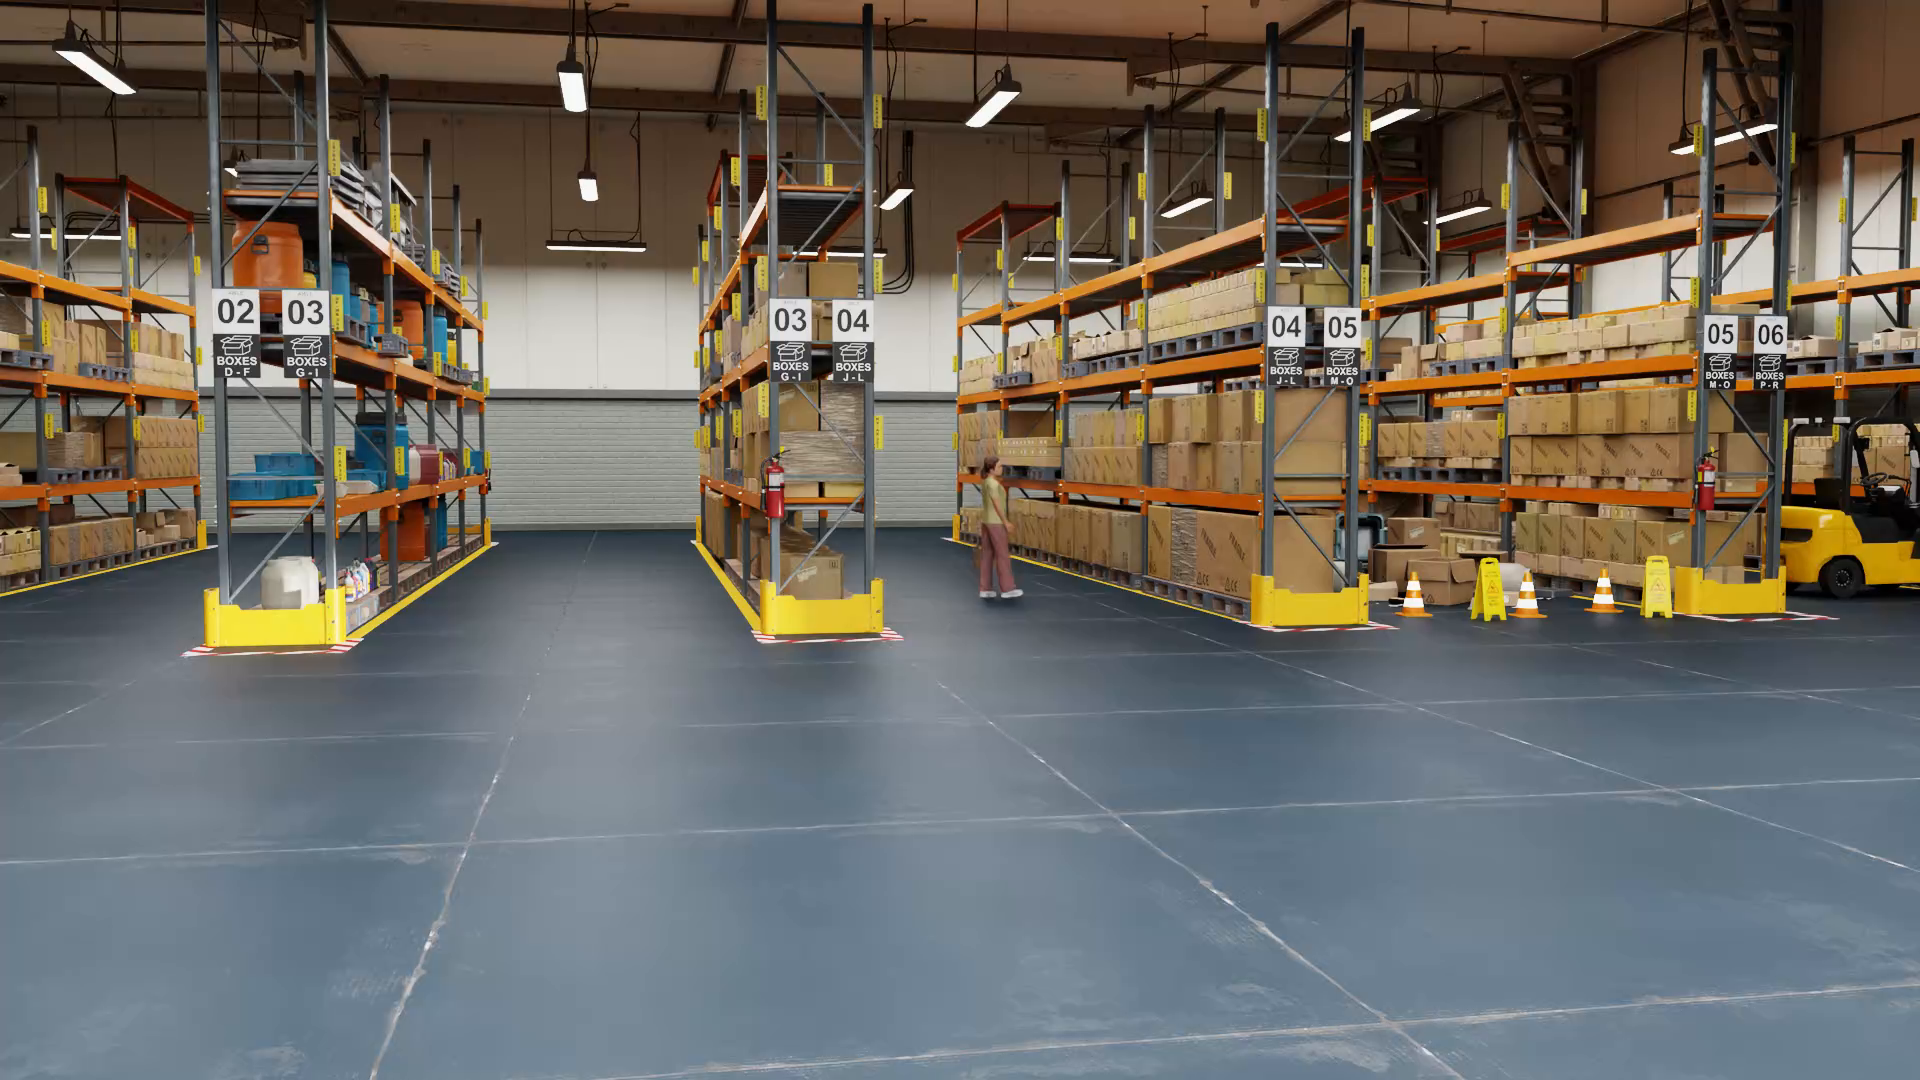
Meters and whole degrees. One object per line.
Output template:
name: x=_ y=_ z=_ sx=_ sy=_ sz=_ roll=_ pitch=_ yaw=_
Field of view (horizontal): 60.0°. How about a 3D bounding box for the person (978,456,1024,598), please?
person: x=0.478 y=-0.153 z=19.614 sx=0.527 sy=1.674 sz=0.483 roll=-1 pitch=3 yaw=-19
